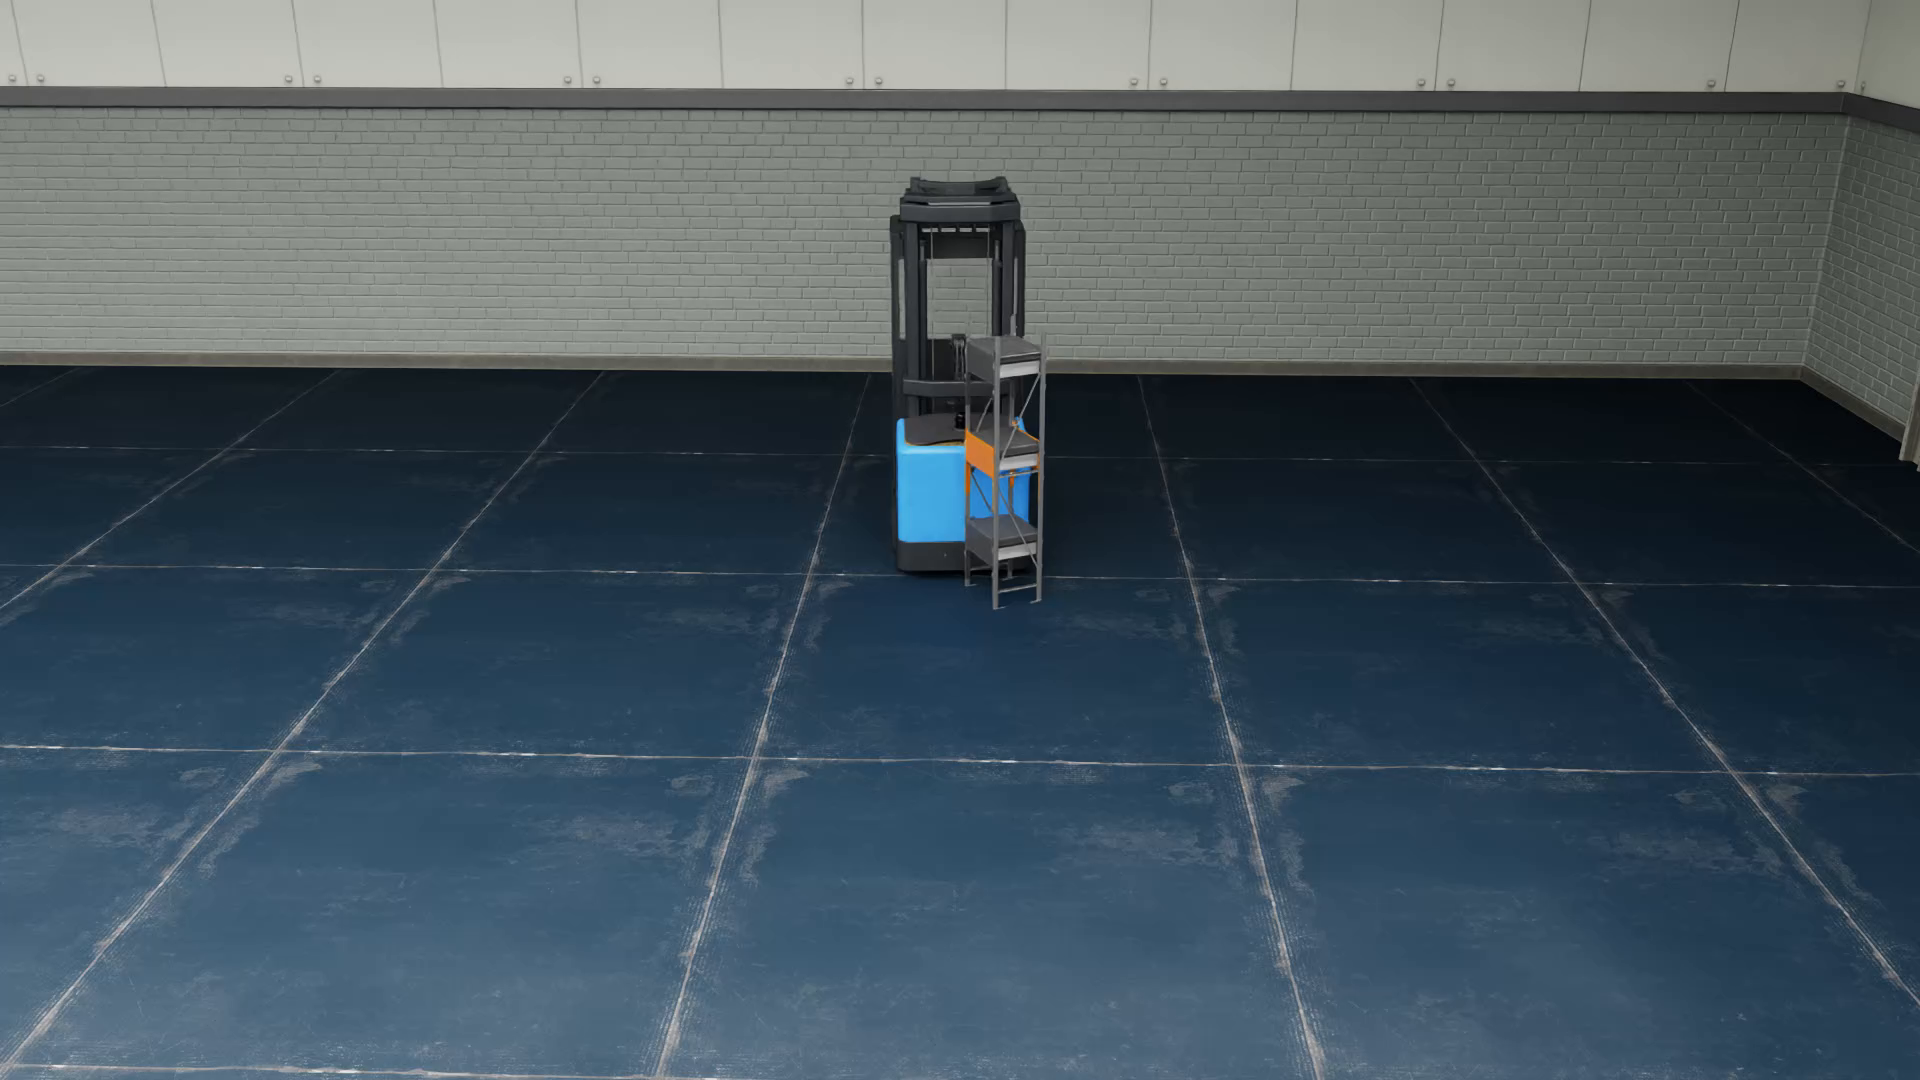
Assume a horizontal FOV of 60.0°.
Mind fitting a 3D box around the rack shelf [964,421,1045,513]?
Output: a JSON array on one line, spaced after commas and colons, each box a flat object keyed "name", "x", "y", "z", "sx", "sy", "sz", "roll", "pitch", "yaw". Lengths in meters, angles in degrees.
[{"name": "rack shelf", "x": 0.327, "y": -0.548, "z": 12.370, "sx": 0.431, "sy": 0.518, "sz": 0.480, "roll": -10, "pitch": 23, "yaw": -23}]

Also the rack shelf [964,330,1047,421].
[{"name": "rack shelf", "x": 0.328, "y": -1.201, "z": 12.117, "sx": 0.431, "sy": 0.518, "sz": 0.480, "roll": -10, "pitch": 23, "yaw": -23}]

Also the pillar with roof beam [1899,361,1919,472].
[{"name": "pillar with roof beam", "x": 4.773, "y": -4.945, "z": 14.127, "sx": 9.100, "sy": 9.000, "sz": 0.400, "roll": 1, "pitch": 21, "yaw": 2}]

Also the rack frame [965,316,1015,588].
[{"name": "rack frame", "x": 0.223, "y": -0.641, "z": 12.571, "sx": 0.400, "sy": 2.100, "sz": 0.015, "roll": -10, "pitch": 23, "yaw": -23}]

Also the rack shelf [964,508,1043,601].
[{"name": "rack shelf", "x": 0.327, "y": 0.104, "z": 12.623, "sx": 0.431, "sy": 0.518, "sz": 0.480, "roll": -10, "pitch": 23, "yaw": -23}]

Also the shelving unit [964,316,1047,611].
[{"name": "shelving unit", "x": 0.327, "y": -0.561, "z": 12.365, "sx": 0.431, "sy": 2.100, "sz": 0.503, "roll": -10, "pitch": 23, "yaw": -23}]

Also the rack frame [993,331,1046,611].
[{"name": "rack frame", "x": 0.431, "y": -0.481, "z": 12.159, "sx": 0.400, "sy": 2.100, "sz": 0.015, "roll": -10, "pitch": 23, "yaw": -23}]

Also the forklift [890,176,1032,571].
[{"name": "forklift", "x": -0.026, "y": -1.610, "z": 13.920, "sx": 1.130, "sy": 2.935, "sz": 3.031, "roll": -1, "pitch": 21, "yaw": -2}]
